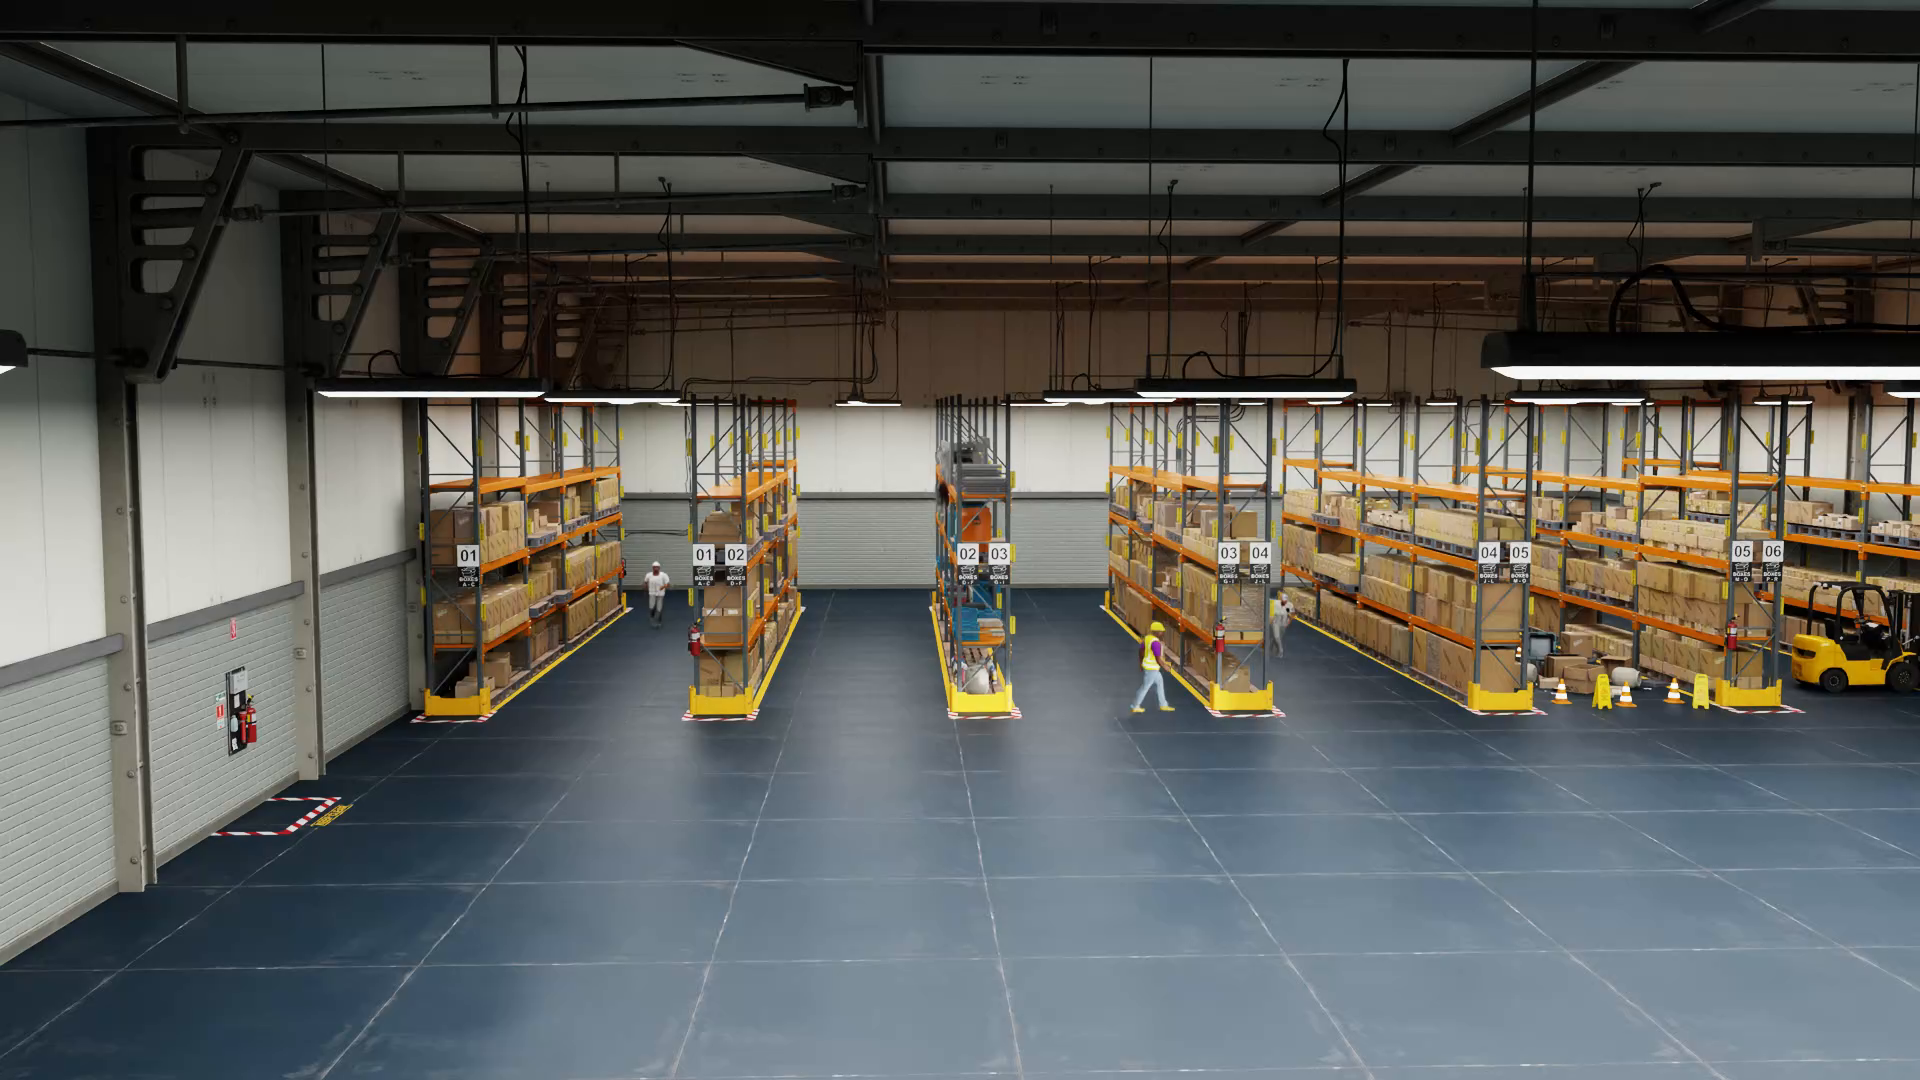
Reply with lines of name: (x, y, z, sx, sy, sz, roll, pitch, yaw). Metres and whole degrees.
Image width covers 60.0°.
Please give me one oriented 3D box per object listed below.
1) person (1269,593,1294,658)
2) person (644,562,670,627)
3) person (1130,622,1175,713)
person: (7.429, 1.958, 38.614, 0.603, 1.530, 1.046, 0, 5, -5)
person: (-7.924, 1.429, 43.372, 0.687, 1.719, 0.640, 0, 4, -2)
person: (3.635, 2.378, 31.069, 0.897, 1.718, 0.668, 0, 5, -5)
